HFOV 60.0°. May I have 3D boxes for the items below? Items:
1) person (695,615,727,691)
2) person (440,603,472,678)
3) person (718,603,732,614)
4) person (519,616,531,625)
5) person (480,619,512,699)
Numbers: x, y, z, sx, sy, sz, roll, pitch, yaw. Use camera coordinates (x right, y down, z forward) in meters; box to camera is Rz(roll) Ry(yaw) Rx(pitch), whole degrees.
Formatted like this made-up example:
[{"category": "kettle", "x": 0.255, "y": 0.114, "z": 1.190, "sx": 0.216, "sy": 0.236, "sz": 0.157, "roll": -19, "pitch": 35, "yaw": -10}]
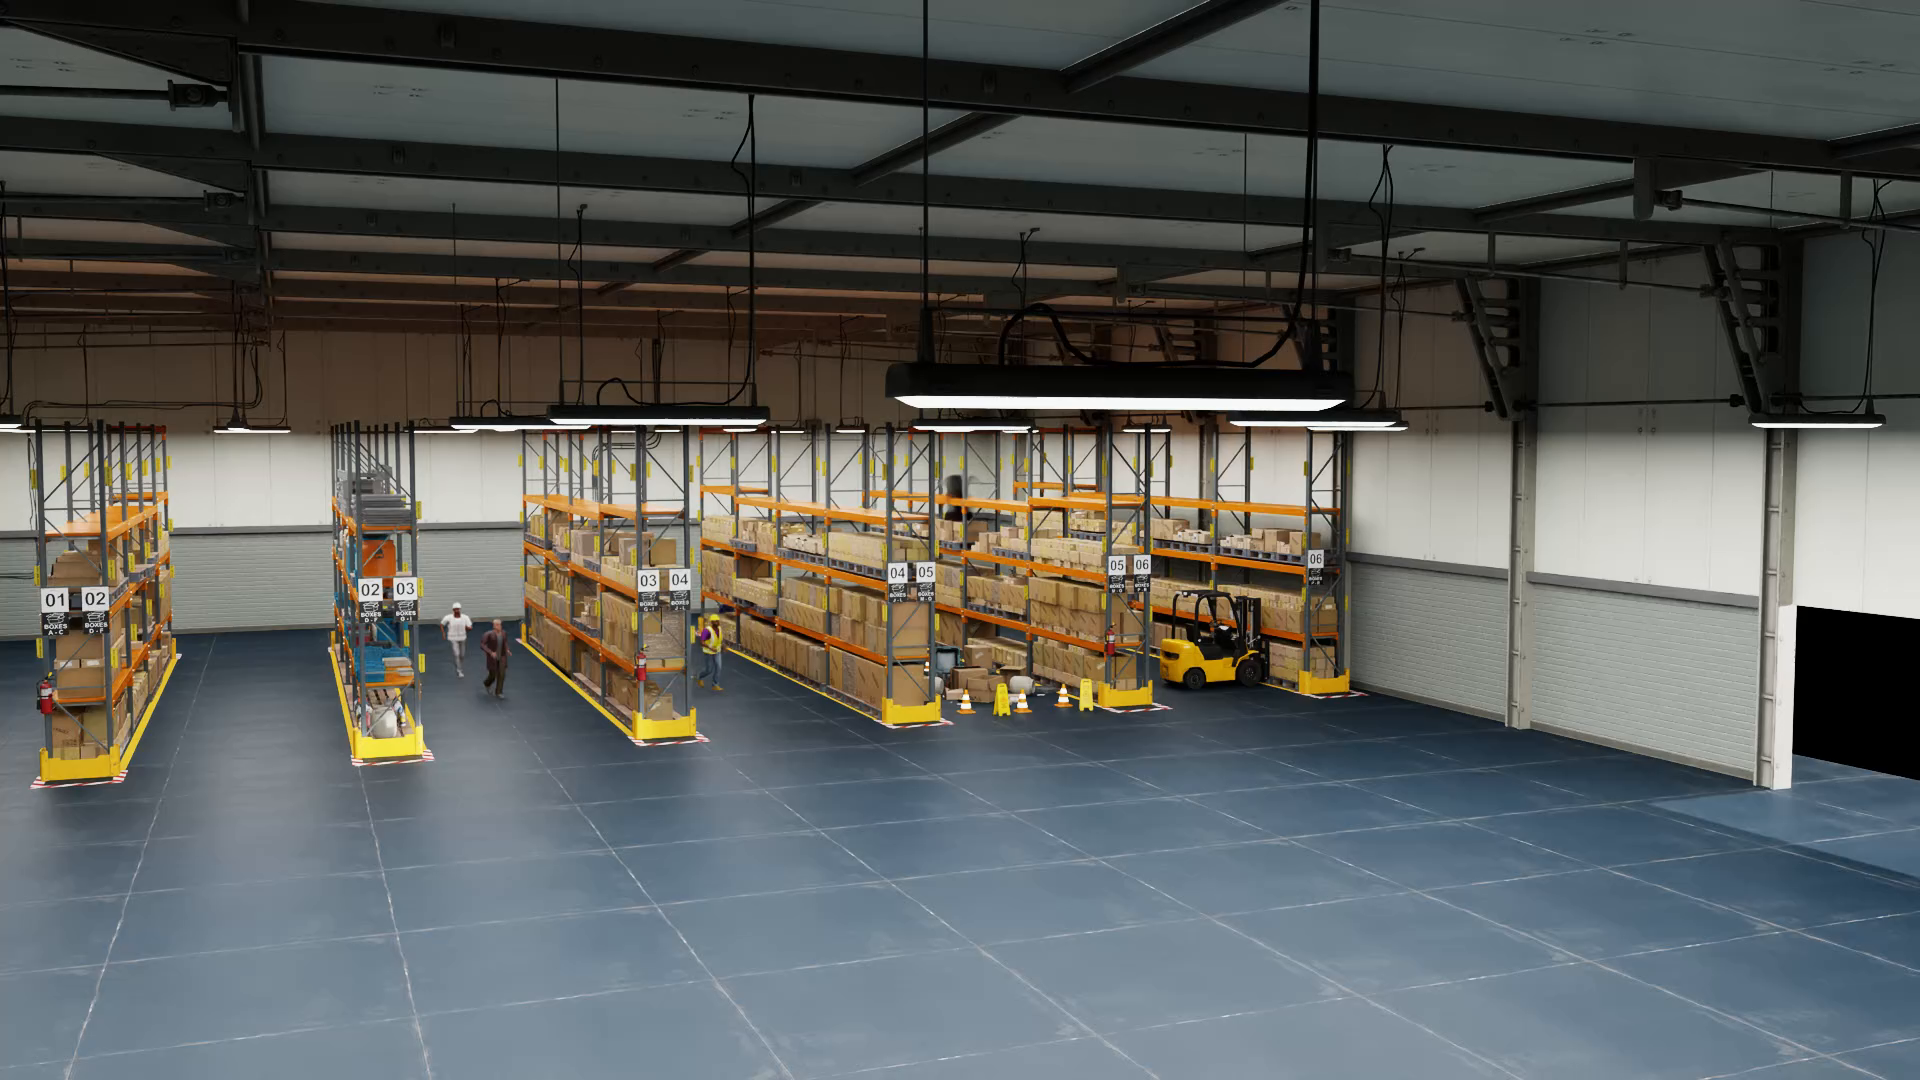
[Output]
[{"category": "person", "x": -5.637, "y": 2.528, "z": 37.444, "sx": 0.812, "sy": 1.721, "sz": 0.696, "roll": 3, "pitch": 5, "yaw": 43}, {"category": "person", "x": -11.937, "y": 2.357, "z": 39.470, "sx": 0.717, "sy": 1.750, "sz": 0.945, "roll": -2, "pitch": 4, "yaw": -30}, {"category": "person", "x": -6.913, "y": 1.839, "z": 49.255, "sx": 0.911, "sy": 1.646, "sz": 0.522, "roll": -2, "pitch": 4, "yaw": -24}, {"category": "person", "x": -12.222, "y": 1.921, "z": 48.030, "sx": 1.061, "sy": 1.652, "sz": 0.580, "roll": 0, "pitch": 4, "yaw": 5}, {"category": "person", "x": -10.209, "y": 2.631, "z": 36.436, "sx": 0.708, "sy": 1.641, "sz": 0.859, "roll": -3, "pitch": 4, "yaw": -36}]
